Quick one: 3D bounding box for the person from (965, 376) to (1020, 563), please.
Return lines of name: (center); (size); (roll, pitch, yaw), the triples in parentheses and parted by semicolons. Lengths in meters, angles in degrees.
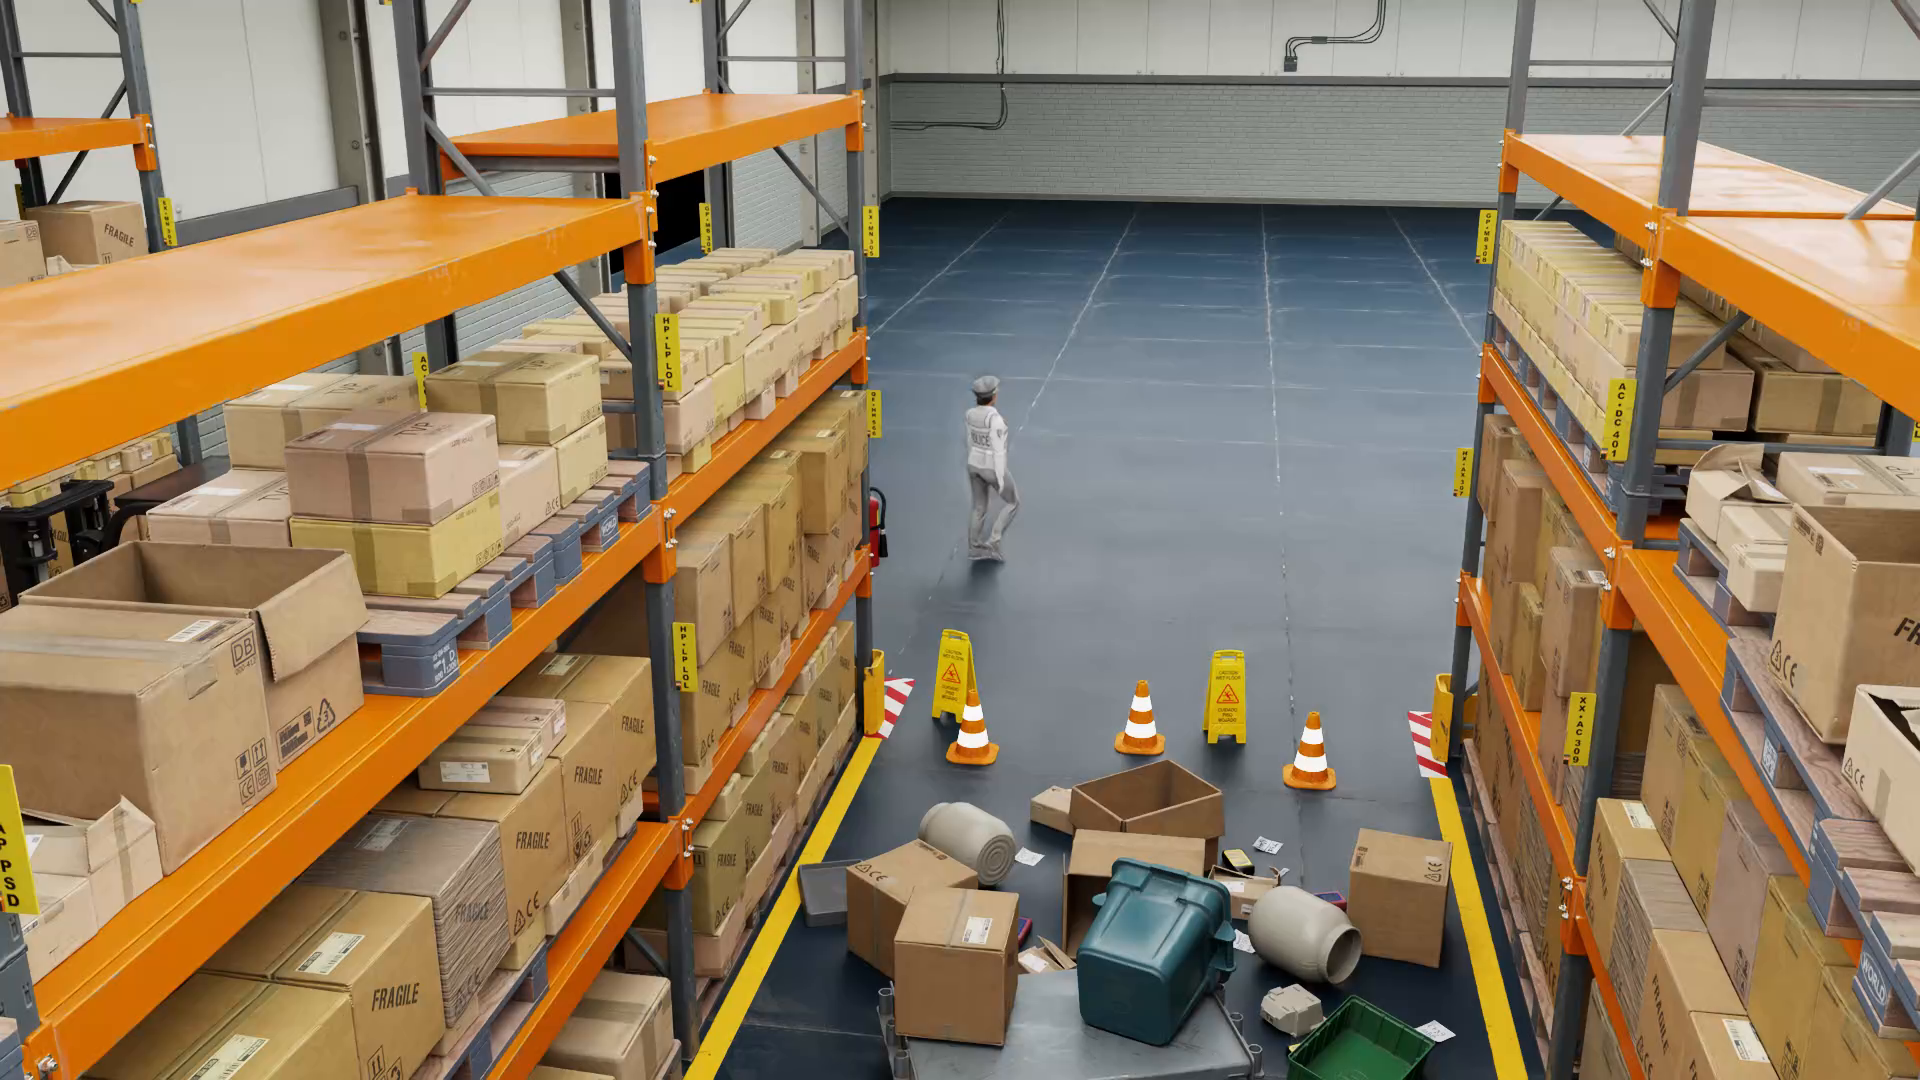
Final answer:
person: (0.273, -0.626, 14.894); (0.517, 1.716, 0.439); (17, 24, 41)
